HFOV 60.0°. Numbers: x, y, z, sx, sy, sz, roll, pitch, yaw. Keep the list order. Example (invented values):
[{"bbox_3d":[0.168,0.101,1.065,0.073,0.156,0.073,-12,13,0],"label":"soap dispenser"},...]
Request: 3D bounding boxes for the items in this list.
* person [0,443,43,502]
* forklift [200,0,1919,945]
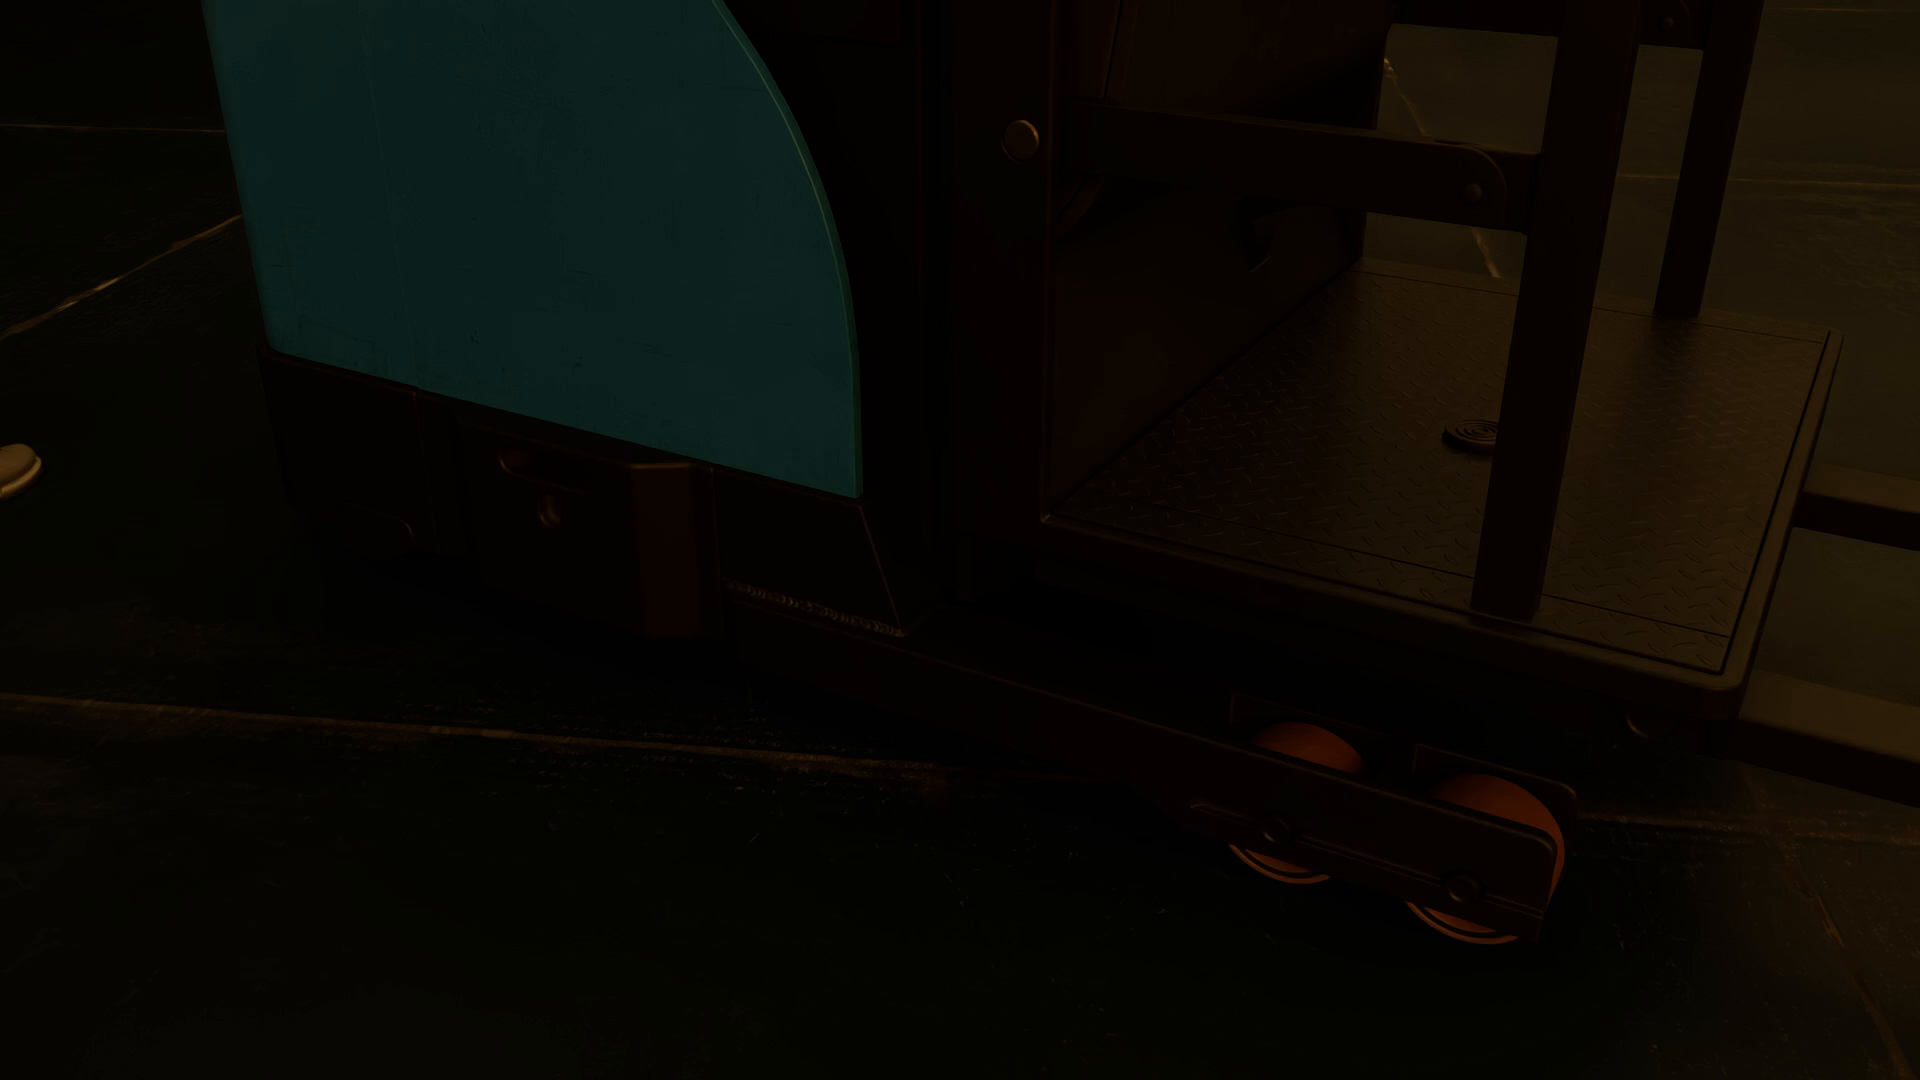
[{"bbox_3d":[-1.794,-0.806,2.266,0.600,1.657,0.549,7,27,14],"label":"person"},{"bbox_3d":[0.529,-1.176,1.574,3.031,2.935,1.130,14,30,26],"label":"forklift"}]
